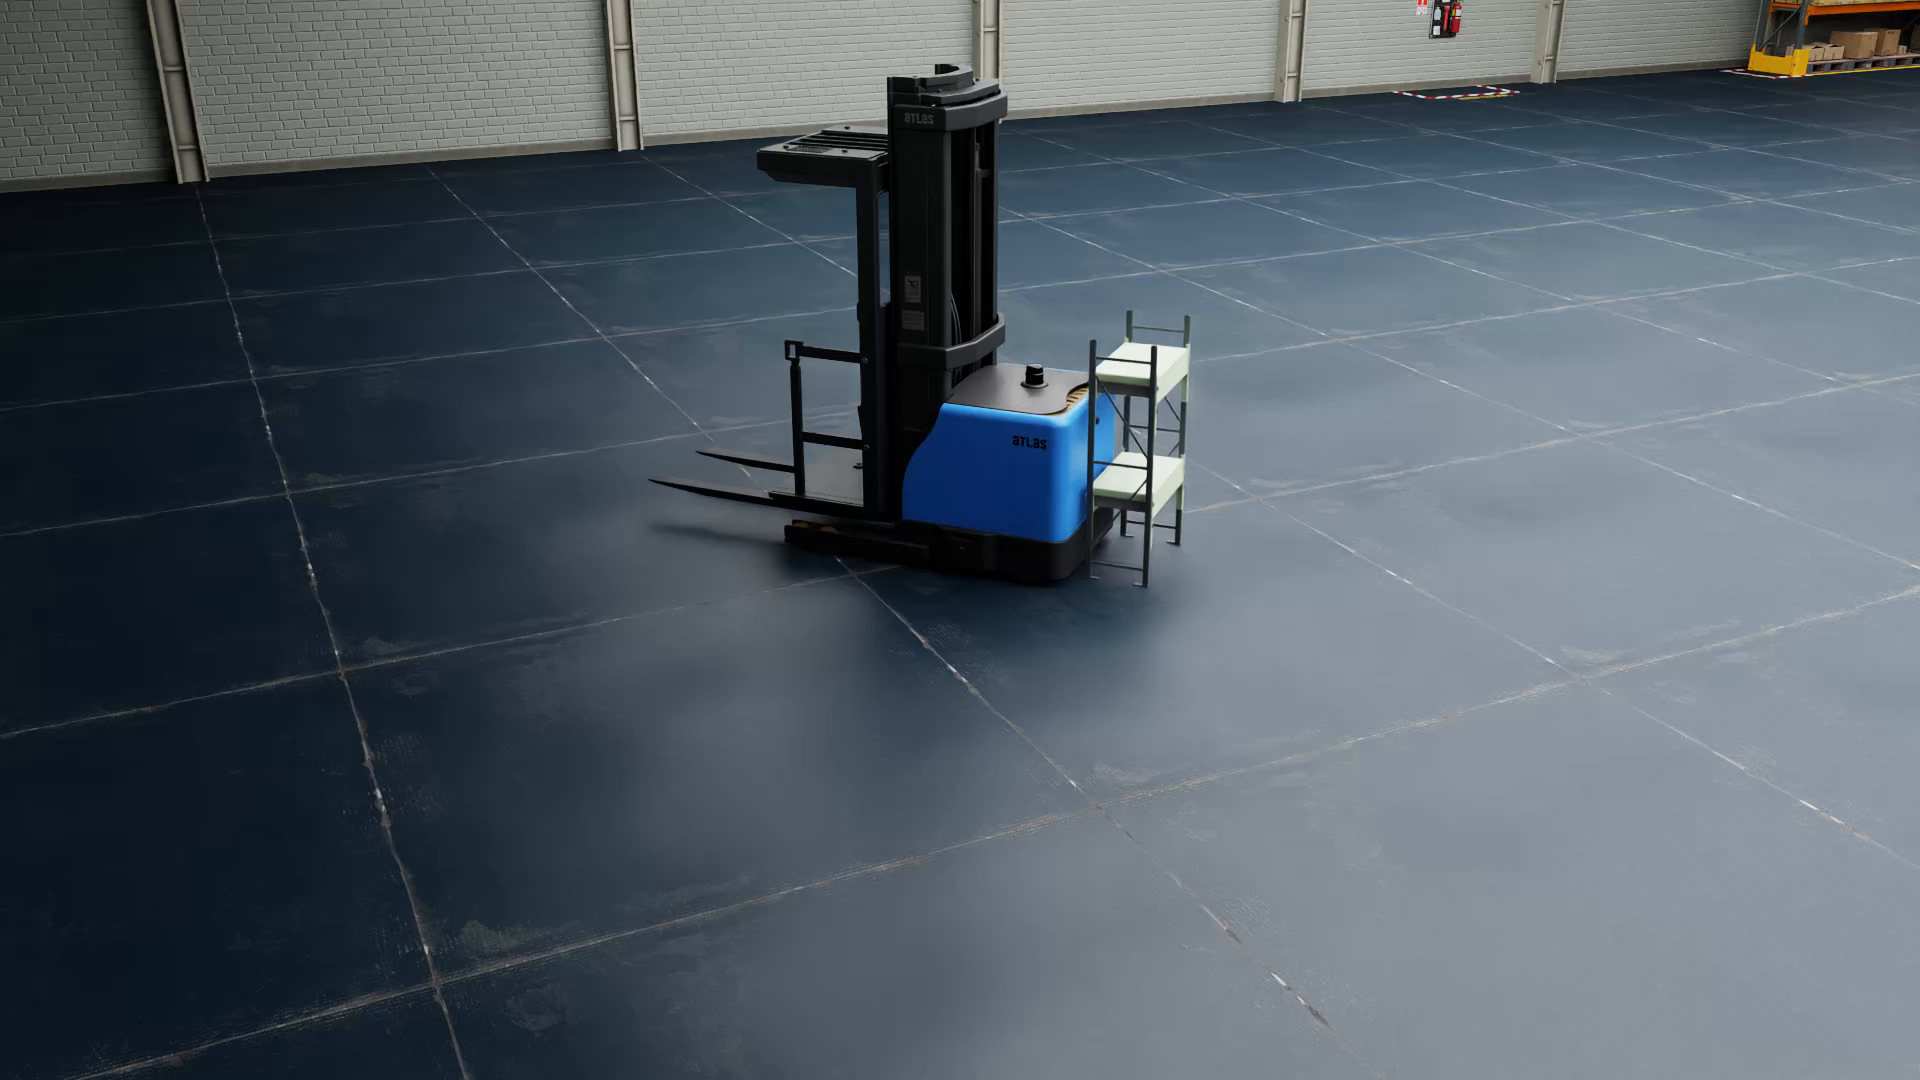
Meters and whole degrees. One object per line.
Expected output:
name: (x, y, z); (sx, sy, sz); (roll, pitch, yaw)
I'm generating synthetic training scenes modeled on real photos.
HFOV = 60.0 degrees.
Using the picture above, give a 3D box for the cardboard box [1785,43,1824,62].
cardboard box: (17.064, -9.859, 33.585); (0.500, 0.311, 0.500); (-14, 26, -30)

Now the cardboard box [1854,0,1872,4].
cardboard box: (17.903, -10.899, 33.328); (0.500, 0.250, 0.500); (-11, 25, -24)

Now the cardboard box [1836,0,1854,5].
cardboard box: (17.441, -10.816, 33.129); (0.500, 0.250, 0.500); (-11, 25, -25)

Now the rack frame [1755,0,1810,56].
rack frame: (16.402, -10.814, 32.953); (0.127, 3.000, 1.000); (-10, 25, -24)

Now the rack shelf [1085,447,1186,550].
rack shelf: (1.089, -0.267, 10.281); (0.431, 0.370, 0.720); (8, 24, 21)

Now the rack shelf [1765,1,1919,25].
rack shelf: (18.204, -10.813, 33.892); (4.000, 0.370, 1.077); (-10, 25, -24)

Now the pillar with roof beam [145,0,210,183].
pillar with roof beam: (-8.507, -7.540, 17.200); (0.400, 9.000, 9.100); (-10, 25, -24)

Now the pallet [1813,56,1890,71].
pallet: (18.316, -9.862, 34.298); (1.213, 0.211, 1.003); (-10, 25, -24)

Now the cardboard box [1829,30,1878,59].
cardboard box: (18.261, -10.145, 34.030); (0.500, 0.500, 0.700); (-12, 25, -27)

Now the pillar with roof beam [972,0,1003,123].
pillar with roof beam: (2.306, -9.531, 22.009); (0.400, 9.000, 9.100); (-10, 25, -24)

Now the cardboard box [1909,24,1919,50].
cardboard box: (20.662, -10.654, 35.258); (0.500, 0.500, 0.700); (-10, 24, -22)

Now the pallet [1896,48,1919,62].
pallet: (20.707, -10.319, 35.402); (1.213, 0.211, 1.003); (-10, 25, -24)

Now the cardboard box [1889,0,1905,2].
cardboard box: (18.812, -11.066, 33.731); (0.500, 0.250, 0.500); (-11, 25, -24)

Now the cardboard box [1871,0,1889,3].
cardboard box: (18.359, -10.982, 33.528); (0.500, 0.250, 0.500); (-10, 25, -23)

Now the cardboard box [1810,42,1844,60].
cardboard box: (17.578, -9.953, 33.813); (0.500, 0.311, 0.500); (-8, 24, -19)

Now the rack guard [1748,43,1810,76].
rack guard: (16.470, -9.672, 33.461); (0.348, 0.500, 1.175); (-10, 25, -24)

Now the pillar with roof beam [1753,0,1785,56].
pillar with roof beam: (18.525, -12.516, 29.222); (0.400, 9.000, 9.100); (-10, 25, -24)

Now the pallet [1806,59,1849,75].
pallet: (17.218, -9.661, 33.812); (1.213, 0.211, 1.003); (-10, 25, -24)

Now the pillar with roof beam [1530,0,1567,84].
pillar with roof beam: (13.118, -11.521, 26.817); (0.400, 9.000, 9.100); (-10, 25, -24)

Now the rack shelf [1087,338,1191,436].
rack shelf: (1.082, -0.930, 10.009); (0.431, 0.370, 0.720); (8, 24, 21)

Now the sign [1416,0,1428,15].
sign: (8.465, -9.796, 30.448); (0.234, 0.329, 0.001); (-10, 25, -24)

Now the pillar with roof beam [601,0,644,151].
pillar with roof beam: (-3.101, -8.535, 19.604); (0.400, 9.000, 9.100); (-10, 25, -24)

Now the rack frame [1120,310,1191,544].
rack frame: (1.224, -0.698, 10.470); (0.400, 1.500, 0.023); (8, 24, 21)

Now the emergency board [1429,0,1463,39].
emergency board: (9.008, -9.836, 30.590); (0.643, 1.169, 0.194); (-10, 25, -24)

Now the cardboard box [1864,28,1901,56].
cardboard box: (19.088, -10.340, 34.500); (0.500, 0.500, 0.500); (-12, 26, -28)

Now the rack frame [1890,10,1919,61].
rack frame: (20.006, -11.477, 34.555); (0.127, 3.000, 1.000); (-10, 25, -24)

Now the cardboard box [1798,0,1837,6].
cardboard box: (16.979, -10.725, 32.909); (0.500, 0.250, 0.500); (-11, 25, -25)

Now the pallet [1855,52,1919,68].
pallet: (19.416, -10.065, 34.790); (1.213, 0.211, 1.003); (-10, 25, -24)

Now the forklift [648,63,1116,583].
forklift: (-0.573, -1.447, 10.415); (3.031, 2.935, 1.130); (9, 24, 21)

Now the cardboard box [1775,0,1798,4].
cardboard box: (16.739, -10.898, 33.326); (0.500, 0.250, 0.500); (-10, 25, -23)

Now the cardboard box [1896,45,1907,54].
cardboard box: (19.537, -10.273, 34.774); (0.250, 0.166, 0.380); (-14, 26, -30)

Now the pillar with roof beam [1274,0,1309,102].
pillar with roof beam: (7.712, -10.526, 24.413); (0.400, 9.000, 9.100); (-10, 25, -24)

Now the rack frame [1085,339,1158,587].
rack frame: (0.947, -0.439, 9.844); (0.400, 1.500, 0.023); (8, 24, 21)

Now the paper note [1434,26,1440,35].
paper note: (8.818, -9.424, 30.745); (0.142, 0.148, 0.016); (-10, 25, -24)

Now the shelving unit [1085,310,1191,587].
shelving unit: (1.086, -0.569, 10.157); (0.431, 1.500, 0.755); (8, 24, 21)
